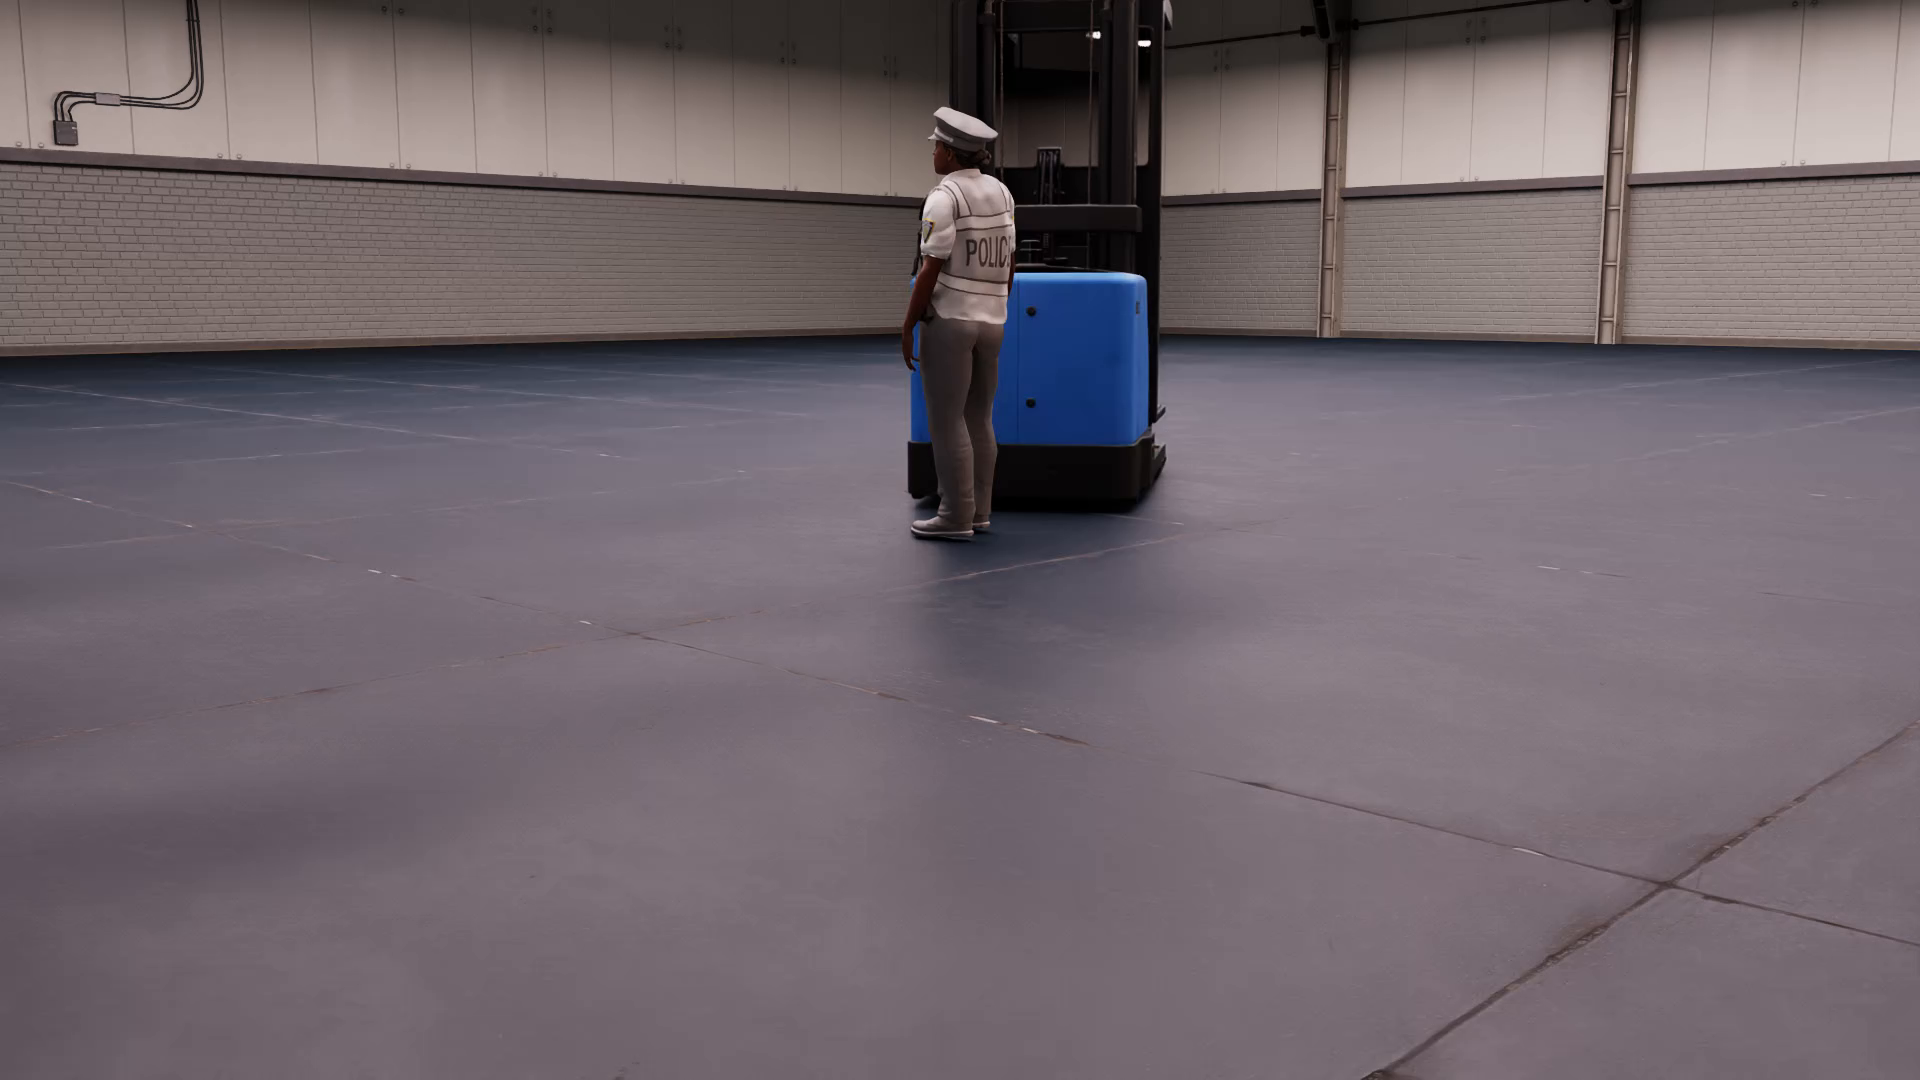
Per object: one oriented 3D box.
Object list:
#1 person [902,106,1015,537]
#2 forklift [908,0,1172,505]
[{"bbox_3d":[-0.040,-0.855,6.656,0.529,1.694,0.569,8,12,43],"label":"person"},{"bbox_3d":[0.531,-1.793,8.779,1.130,2.935,3.031,2,9,10],"label":"forklift"}]
